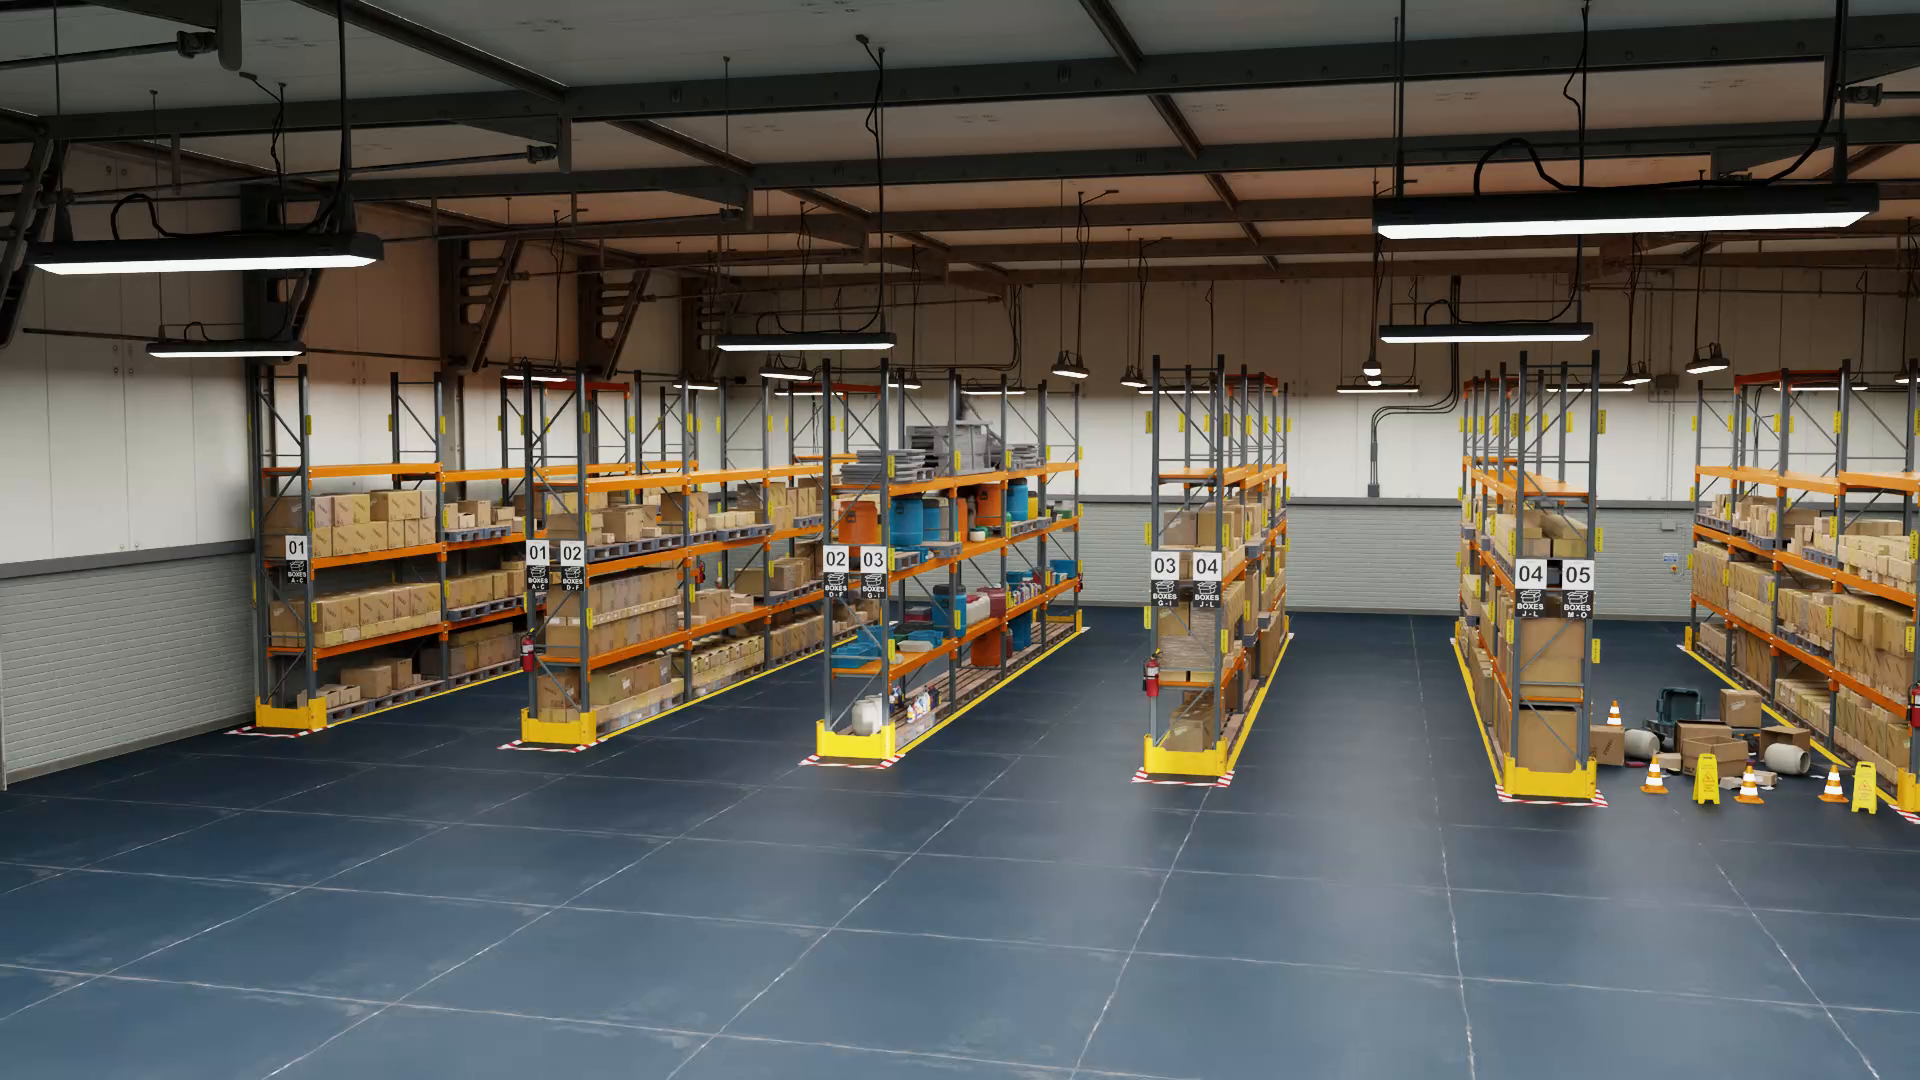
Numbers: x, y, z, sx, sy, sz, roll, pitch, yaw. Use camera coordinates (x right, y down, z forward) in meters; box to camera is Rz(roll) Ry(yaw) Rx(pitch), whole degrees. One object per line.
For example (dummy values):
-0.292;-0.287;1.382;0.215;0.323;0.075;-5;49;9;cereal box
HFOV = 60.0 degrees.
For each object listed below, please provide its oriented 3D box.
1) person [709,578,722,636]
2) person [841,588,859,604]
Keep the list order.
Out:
-5.327;1.648;36.922;0.595;1.622;0.561;1;4;11;person
-2.854;1.205;43.118;0.772;1.719;0.545;1;4;16;person
